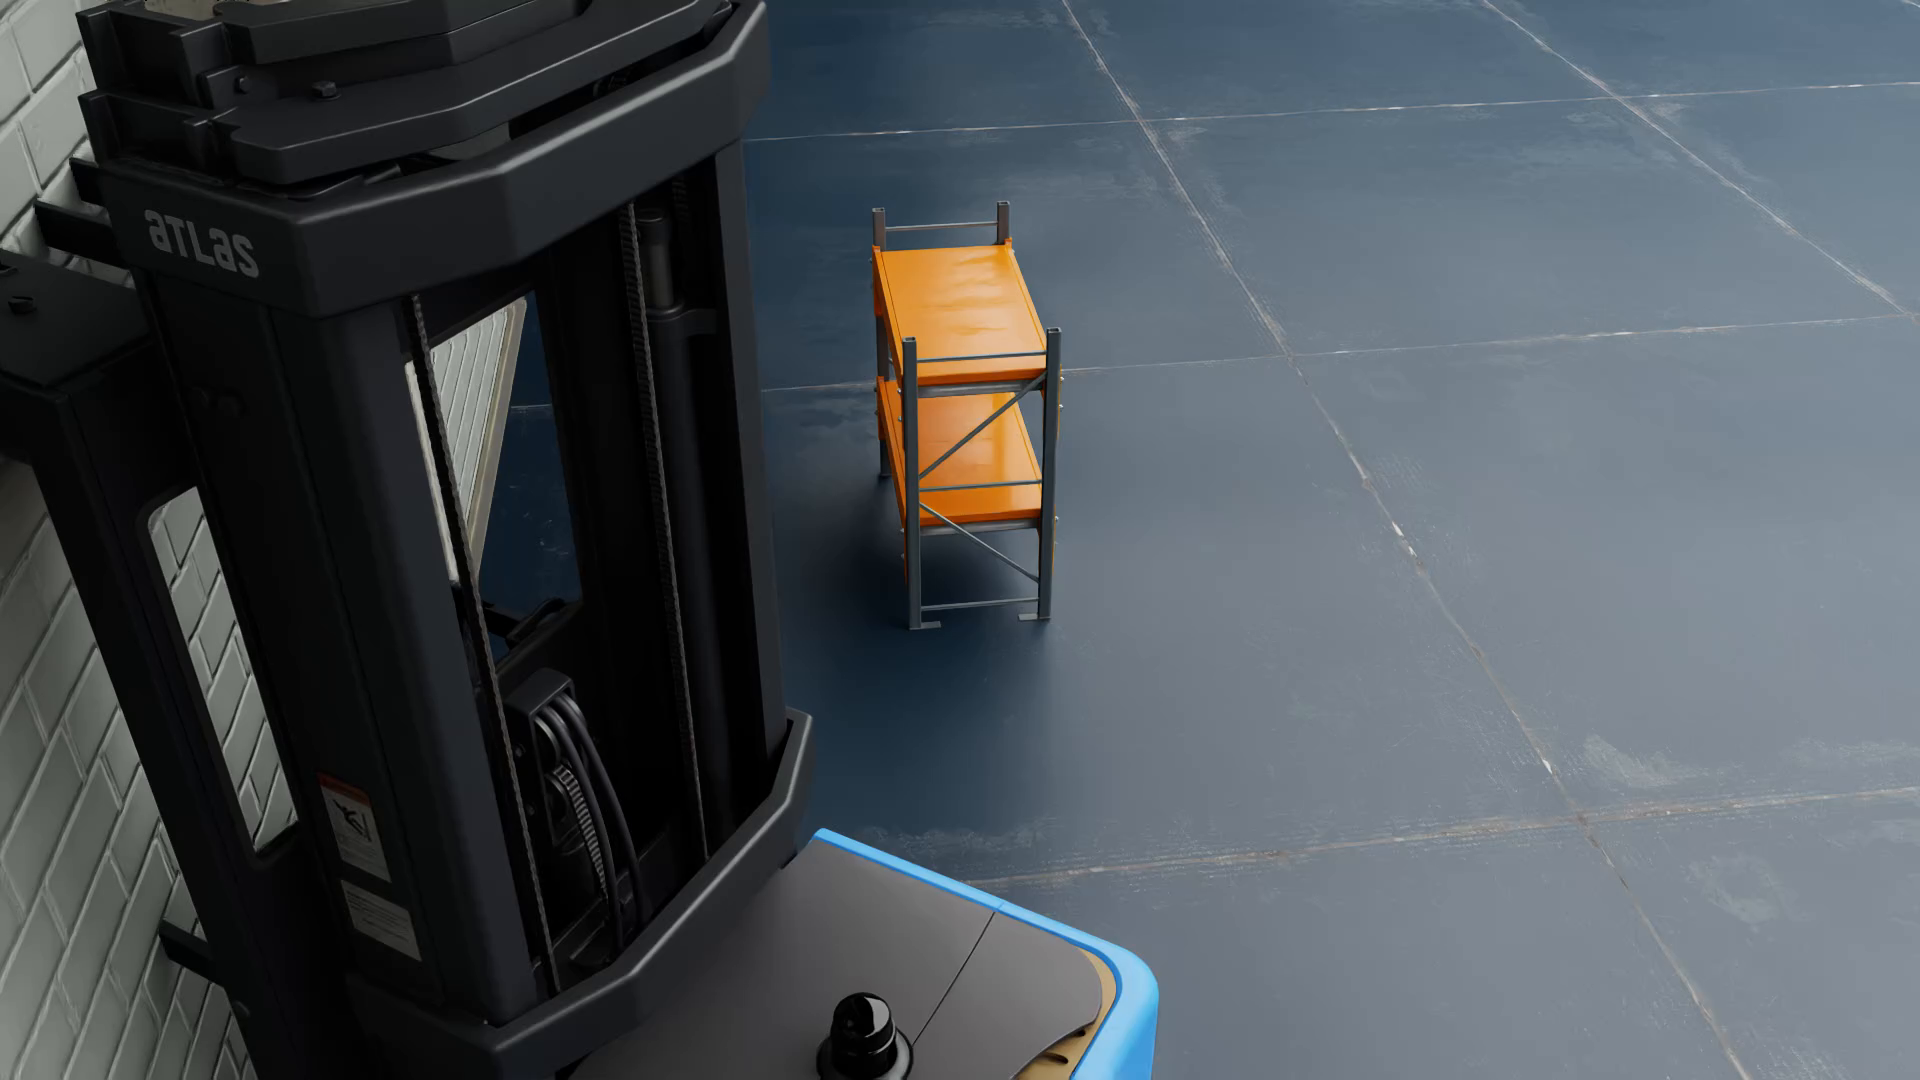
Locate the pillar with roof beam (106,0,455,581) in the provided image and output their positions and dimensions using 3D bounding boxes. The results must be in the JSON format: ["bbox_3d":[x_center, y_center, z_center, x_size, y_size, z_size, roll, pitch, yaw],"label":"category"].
[{"bbox_3d":[2.857,-2.946,2.583,9.100,9.000,0.400,-4,35,-6],"label":"pillar with roof beam"}]

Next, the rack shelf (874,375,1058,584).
[{"bbox_3d":[0.001,-0.259,6.065,0.538,0.278,1.000,-4,35,-6],"label":"rack shelf"}]

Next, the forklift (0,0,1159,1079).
[{"bbox_3d":[-1.149,0.320,3.178,3.031,2.935,1.130,17,38,23],"label":"forklift"}]

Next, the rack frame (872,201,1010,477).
[{"bbox_3d":[-0.067,-0.745,6.344,0.500,1.125,0.032,-4,35,-6],"label":"rack frame"}]

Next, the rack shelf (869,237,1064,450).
[{"bbox_3d":[0.001,-0.703,5.763,0.538,0.278,1.000,-4,35,-6],"label":"rack shelf"}]

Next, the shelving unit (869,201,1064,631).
[{"bbox_3d":[0.001,-0.461,5.928,0.538,1.125,1.048,-4,35,-6],"label":"shelving unit"}]

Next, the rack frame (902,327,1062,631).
[{"bbox_3d":[0.069,-0.177,5.511,0.500,1.125,0.032,-4,35,-6],"label":"rack frame"}]
